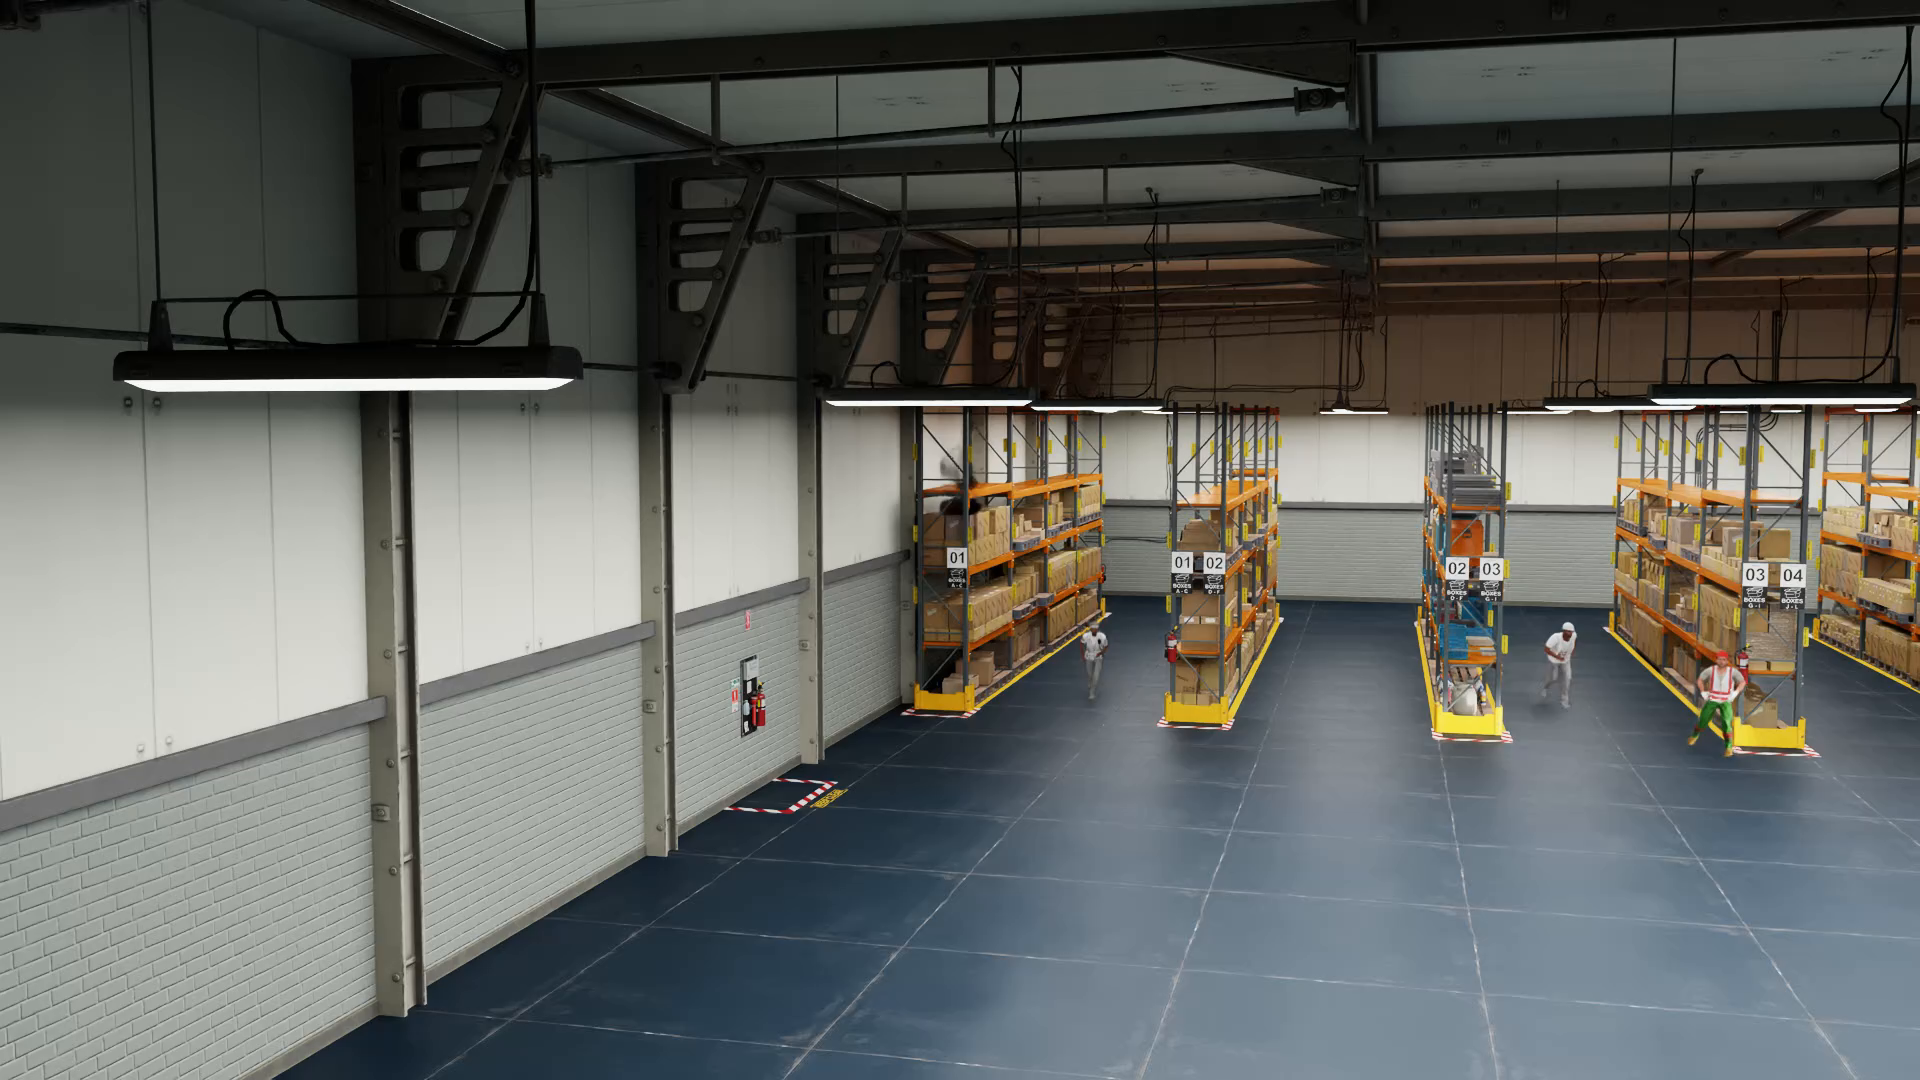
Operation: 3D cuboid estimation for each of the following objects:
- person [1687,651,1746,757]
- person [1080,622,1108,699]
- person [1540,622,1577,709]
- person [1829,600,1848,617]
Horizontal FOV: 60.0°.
[{"bbox_3d":[12.909,2.763,28.382,0.895,1.776,0.760,2,5,24],"label":"person"},{"bbox_3d":[2.726,2.442,33.856,0.563,1.614,0.700,0,4,2],"label":"person"},{"bbox_3d":[11.910,2.454,33.150,0.744,1.715,1.058,-1,4,-15],"label":"person"},{"bbox_3d":[23.517,1.627,44.445,0.829,1.608,0.523,-1,4,-16],"label":"person"}]
